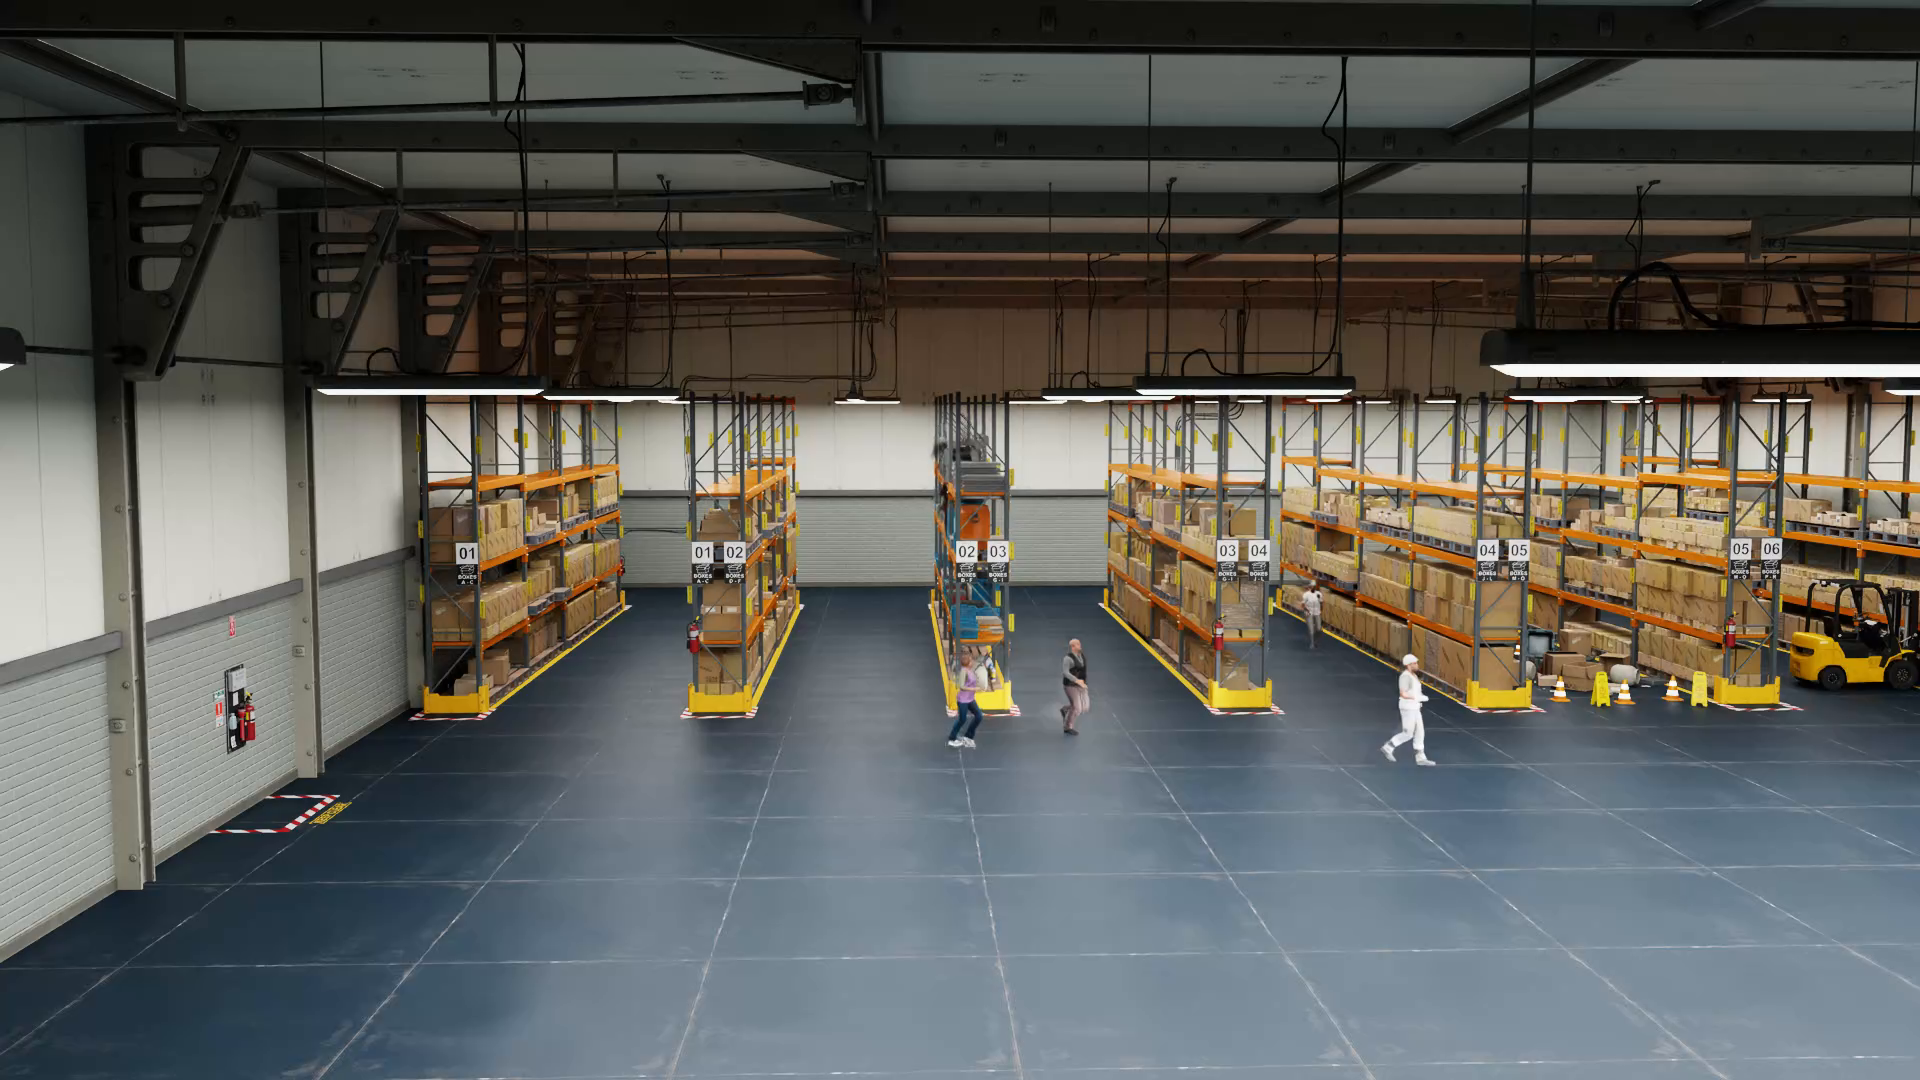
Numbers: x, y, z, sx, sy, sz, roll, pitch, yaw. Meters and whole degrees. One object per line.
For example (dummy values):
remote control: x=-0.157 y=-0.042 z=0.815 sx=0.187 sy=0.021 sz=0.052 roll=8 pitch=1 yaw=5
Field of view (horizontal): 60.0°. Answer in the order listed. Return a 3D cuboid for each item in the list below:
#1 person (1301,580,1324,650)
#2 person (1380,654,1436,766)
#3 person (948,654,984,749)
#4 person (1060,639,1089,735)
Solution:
person: x=8.317 y=1.760 z=39.126 sx=0.550 sy=1.655 sz=0.524 roll=0 pitch=5 yaw=0
person: x=7.143 y=2.702 z=26.458 sx=0.859 sy=1.778 sz=0.675 roll=2 pitch=5 yaw=29
person: x=0.108 y=2.708 z=27.769 sx=0.678 sy=1.615 sz=0.532 roll=2 pitch=5 yaw=26
person: x=2.010 y=2.560 z=29.117 sx=0.646 sy=1.686 sz=0.679 roll=3 pitch=6 yaw=37
